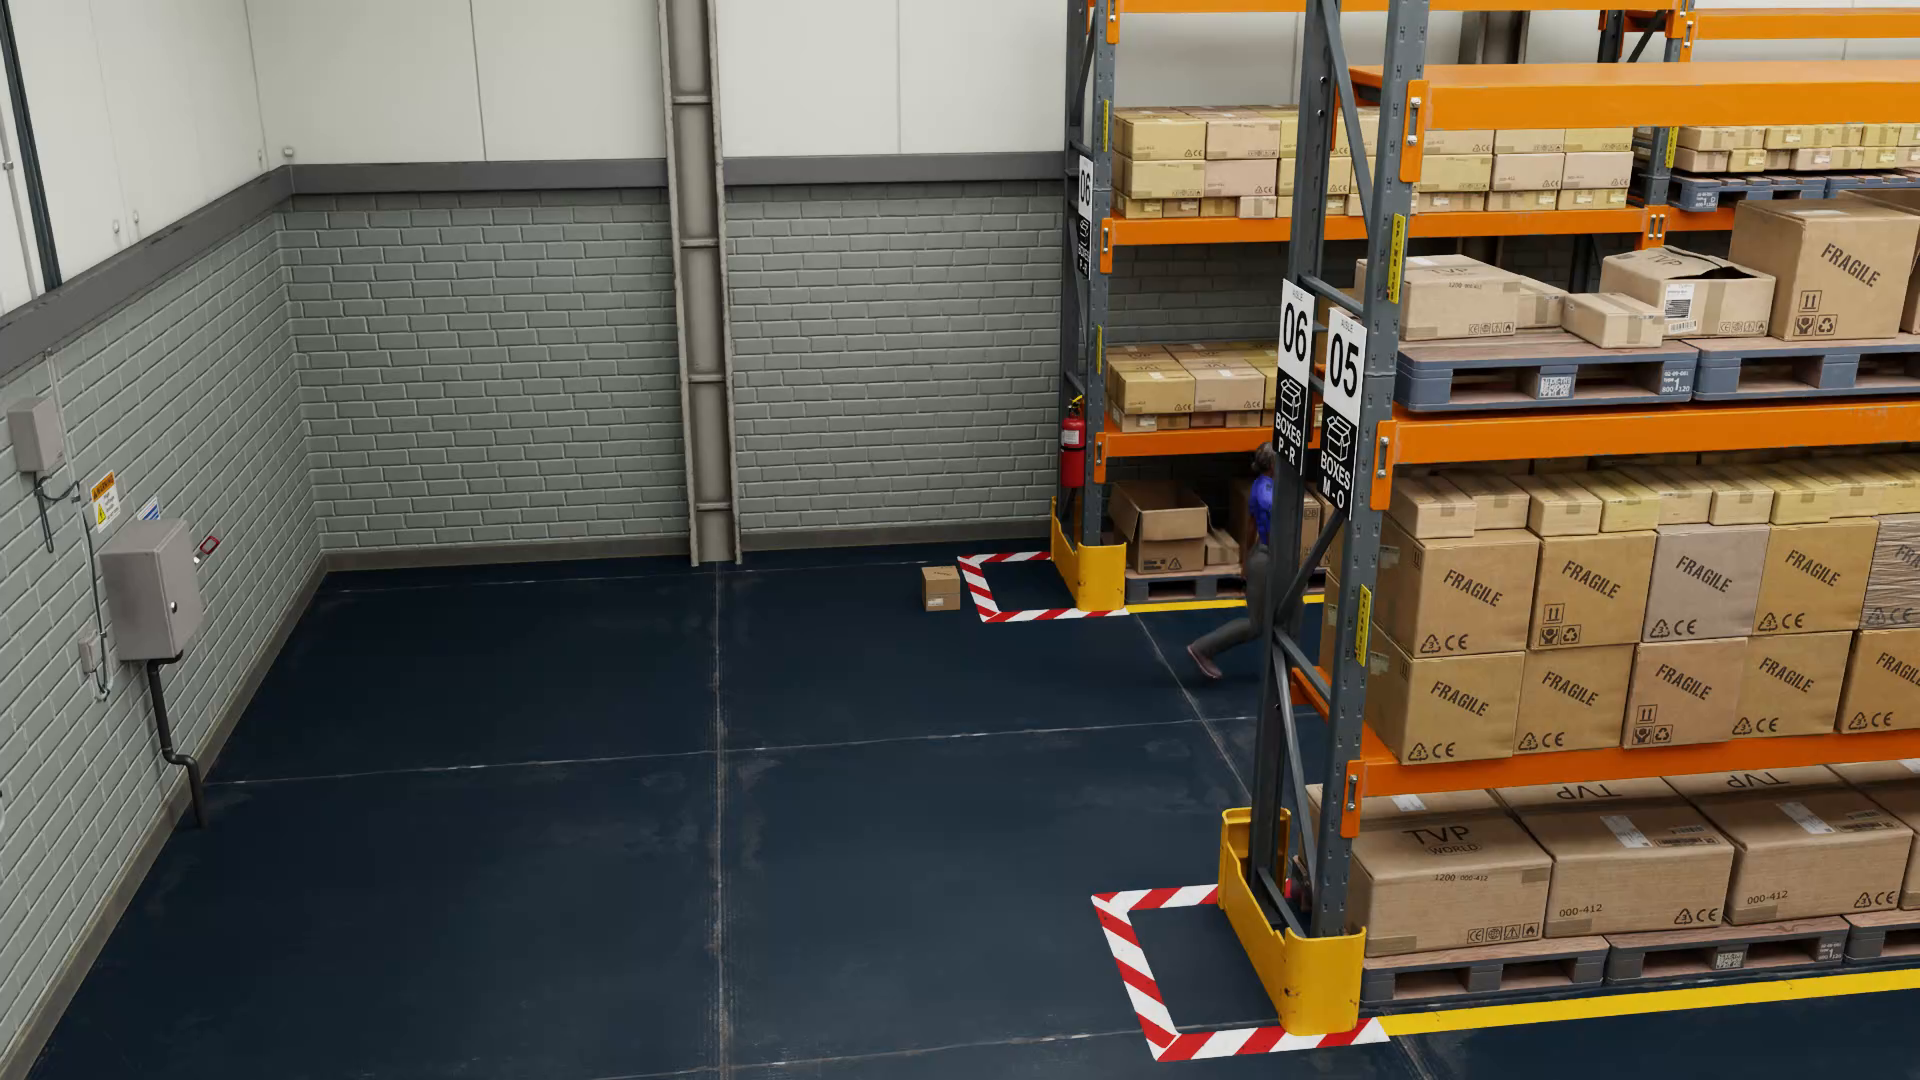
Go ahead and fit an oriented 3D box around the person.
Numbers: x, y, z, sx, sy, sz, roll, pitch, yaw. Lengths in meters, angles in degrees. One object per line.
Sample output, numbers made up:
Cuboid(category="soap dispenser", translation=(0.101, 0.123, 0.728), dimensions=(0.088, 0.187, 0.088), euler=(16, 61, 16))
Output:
Cuboid(category="person", translation=(1.928, 0.146, 10.654), dimensions=(0.881, 1.616, 0.425), euler=(4, 20, 10))
